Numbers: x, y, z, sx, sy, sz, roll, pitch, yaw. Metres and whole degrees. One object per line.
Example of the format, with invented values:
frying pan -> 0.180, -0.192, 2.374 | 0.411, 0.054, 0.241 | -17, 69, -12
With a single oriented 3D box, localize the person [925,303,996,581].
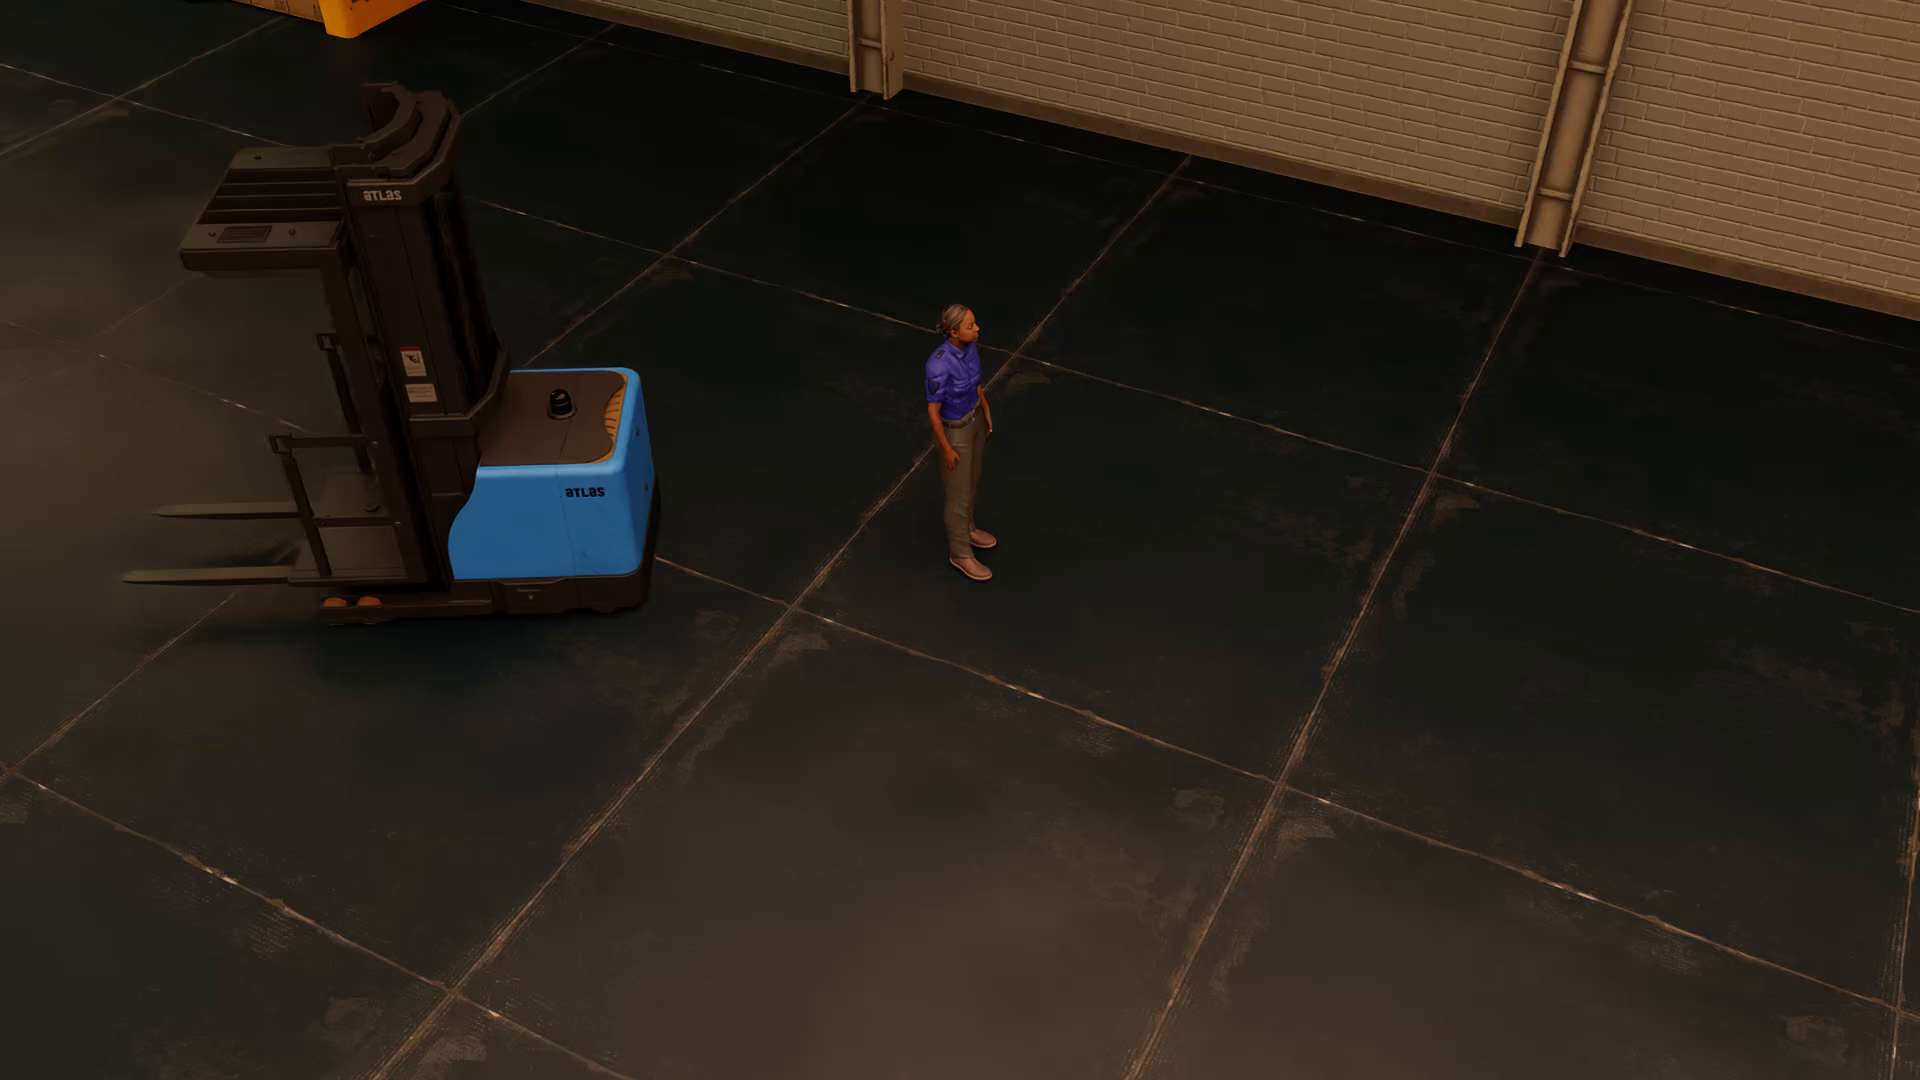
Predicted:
person -> 0.068, -0.601, 9.680 | 0.504, 1.654, 0.569 | 18, 43, 21

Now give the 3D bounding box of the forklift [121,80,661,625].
forklift -> -3.366, -0.974, 9.143 | 3.031, 2.935, 1.130 | -2, 40, -2
